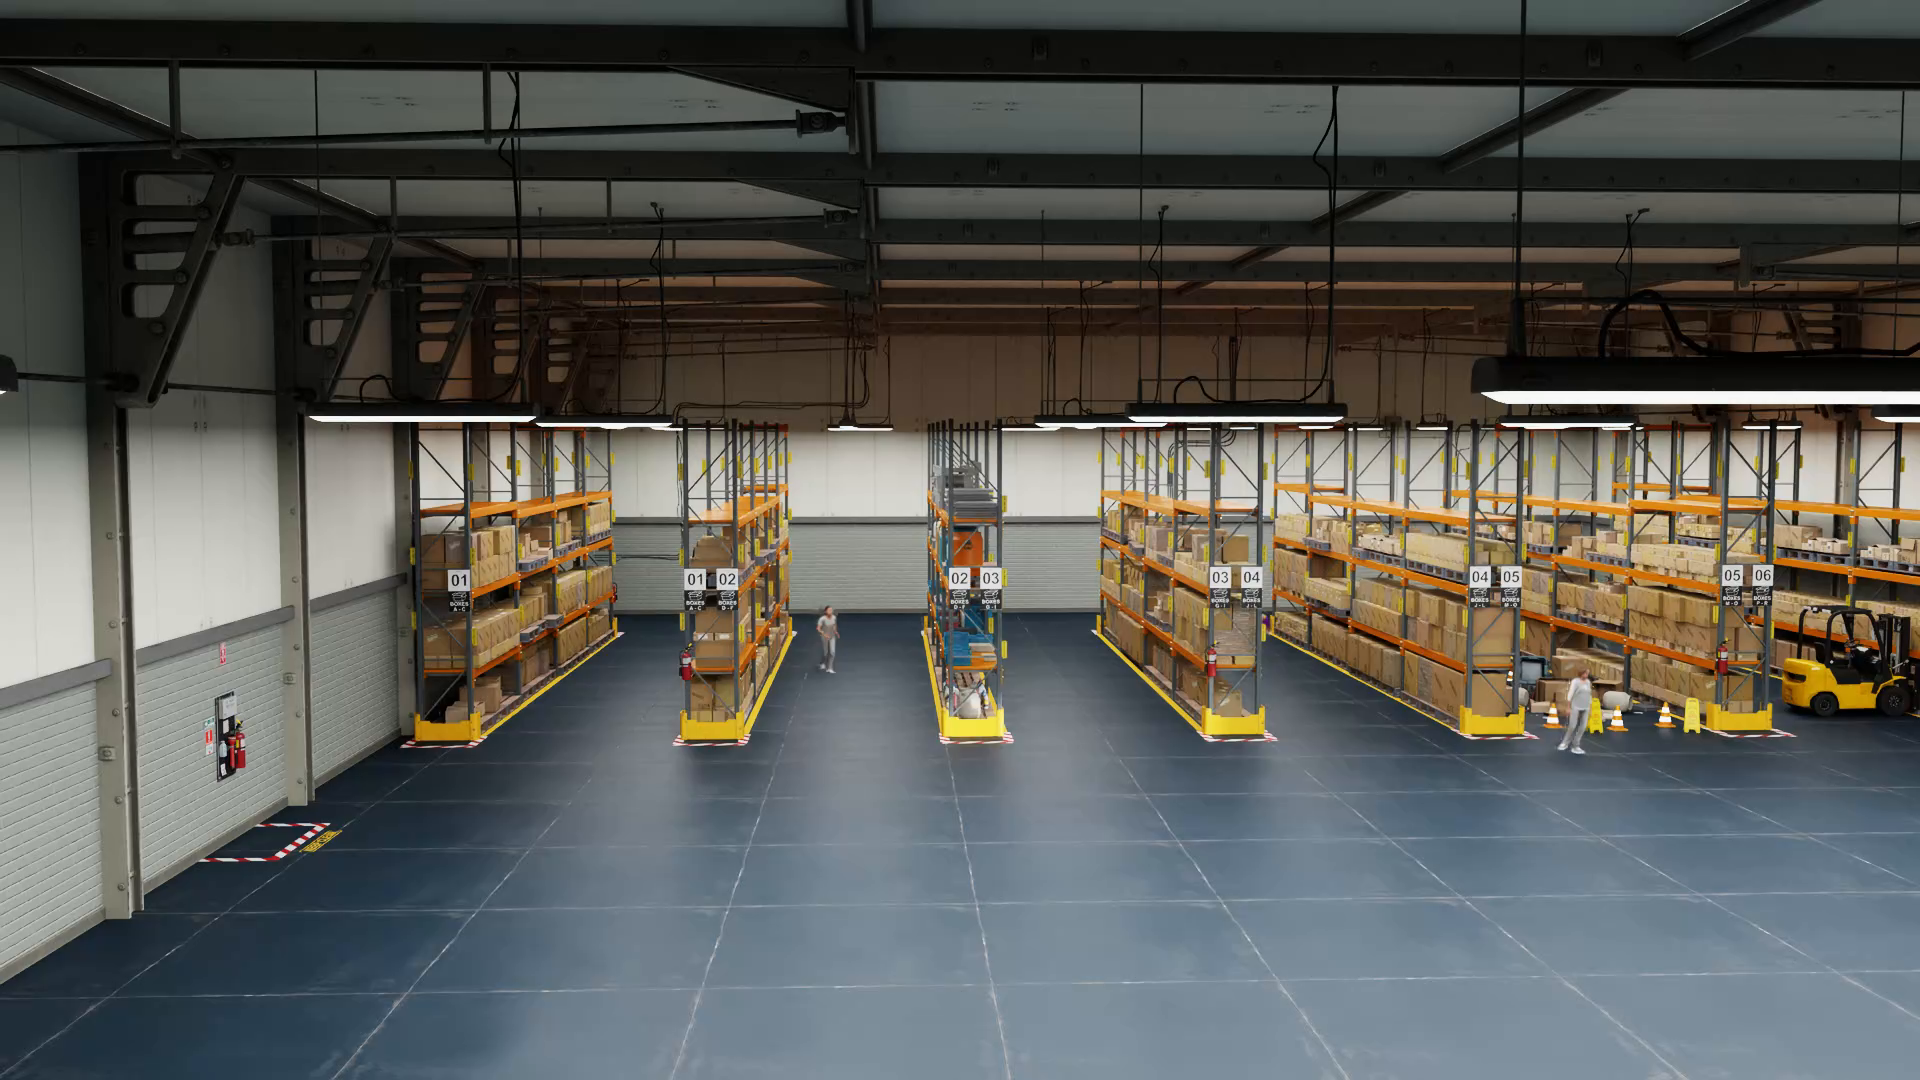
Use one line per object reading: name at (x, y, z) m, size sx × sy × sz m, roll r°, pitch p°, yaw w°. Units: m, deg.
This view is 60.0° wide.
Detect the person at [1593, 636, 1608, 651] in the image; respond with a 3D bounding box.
person at (16.200, 2.287, 42.339) m, size 0.594 × 1.478 × 0.832 m, roll -1°, pitch 4°, yaw -22°

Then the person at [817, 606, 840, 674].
person at (-3.195, 2.366, 39.873) m, size 0.561 × 1.624 × 0.794 m, roll -2°, pitch 4°, yaw -24°

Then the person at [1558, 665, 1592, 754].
person at (11.012, 3.052, 29.746) m, size 0.542 × 1.533 × 0.433 m, roll -1°, pitch 4°, yaw -18°

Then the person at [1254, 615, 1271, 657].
person at (7.140, 2.351, 40.311) m, size 0.712 × 1.594 × 1.132 m, roll 0°, pitch 4°, yaw 2°
